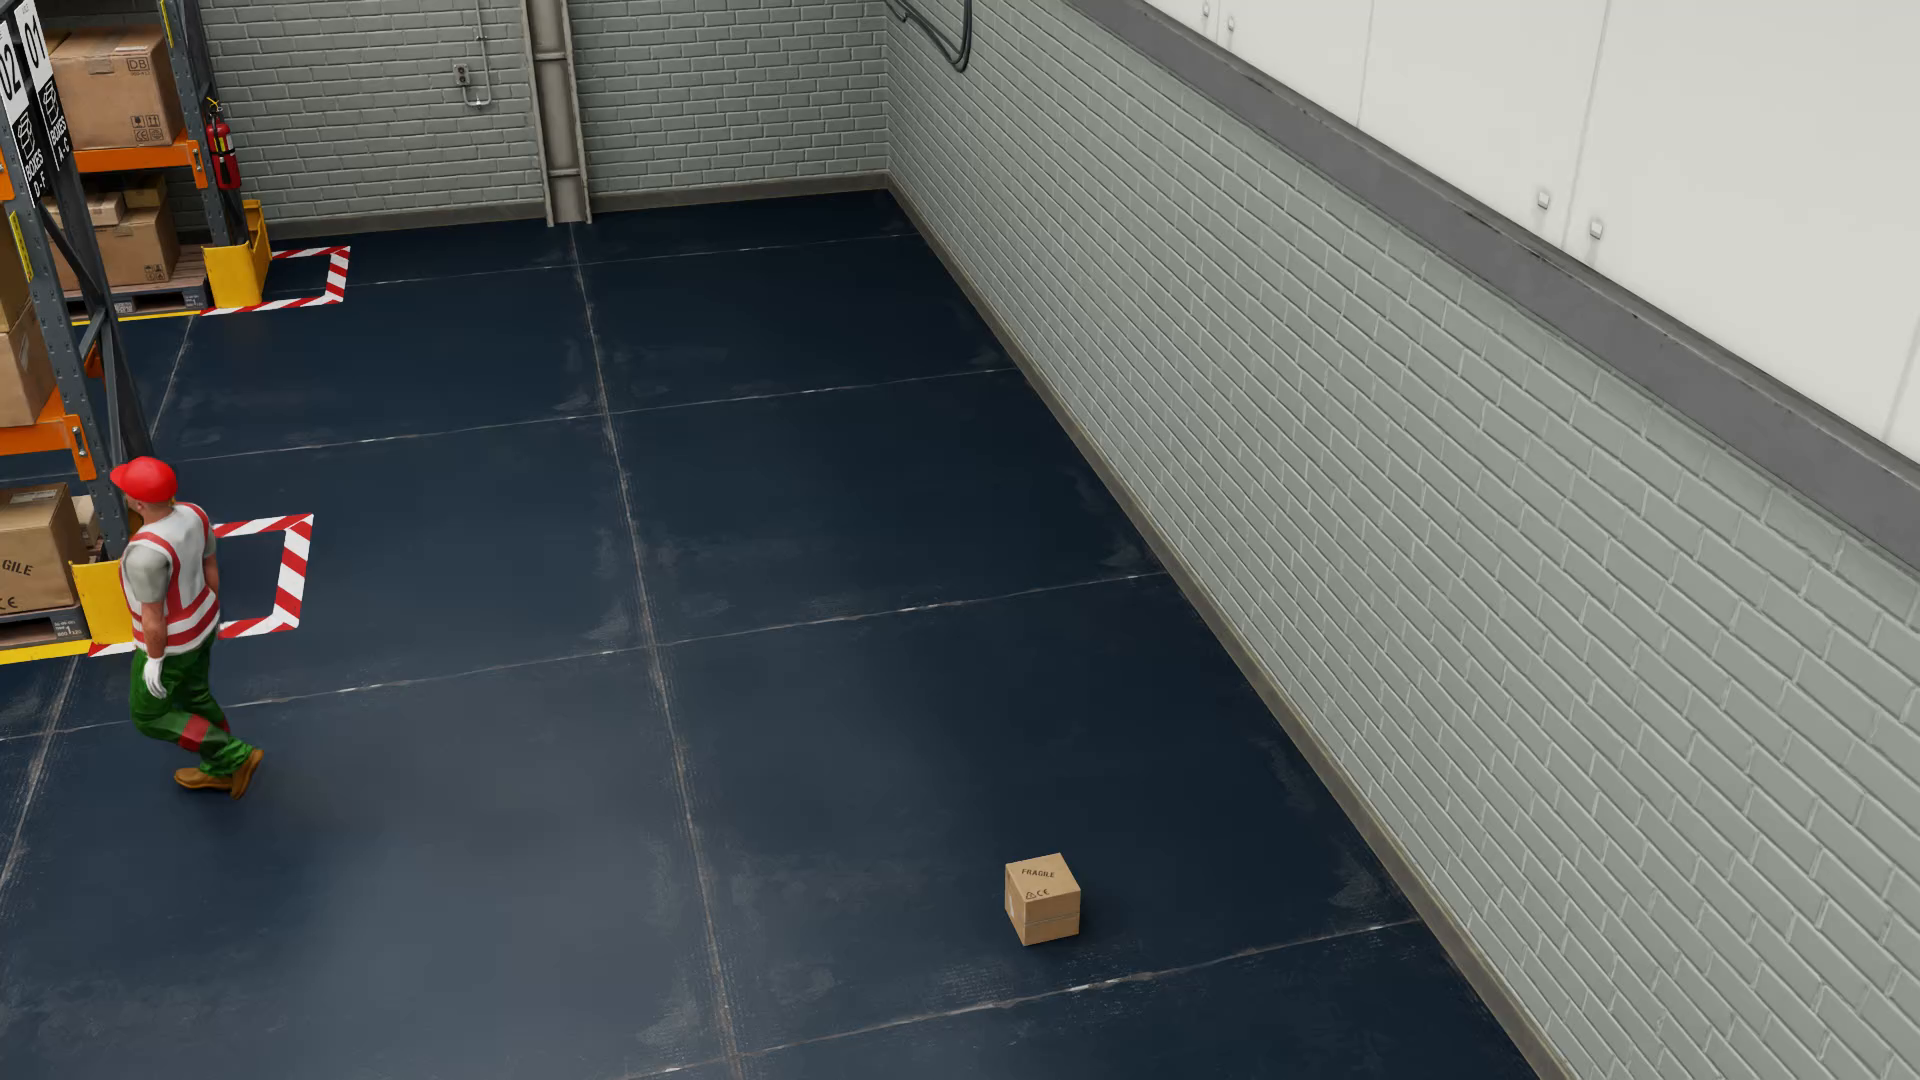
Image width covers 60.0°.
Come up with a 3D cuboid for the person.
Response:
[{"bbox_3d":[-3.474,0.426,7.434,0.555,1.778,0.558,2,30,4],"label":"person"}]
